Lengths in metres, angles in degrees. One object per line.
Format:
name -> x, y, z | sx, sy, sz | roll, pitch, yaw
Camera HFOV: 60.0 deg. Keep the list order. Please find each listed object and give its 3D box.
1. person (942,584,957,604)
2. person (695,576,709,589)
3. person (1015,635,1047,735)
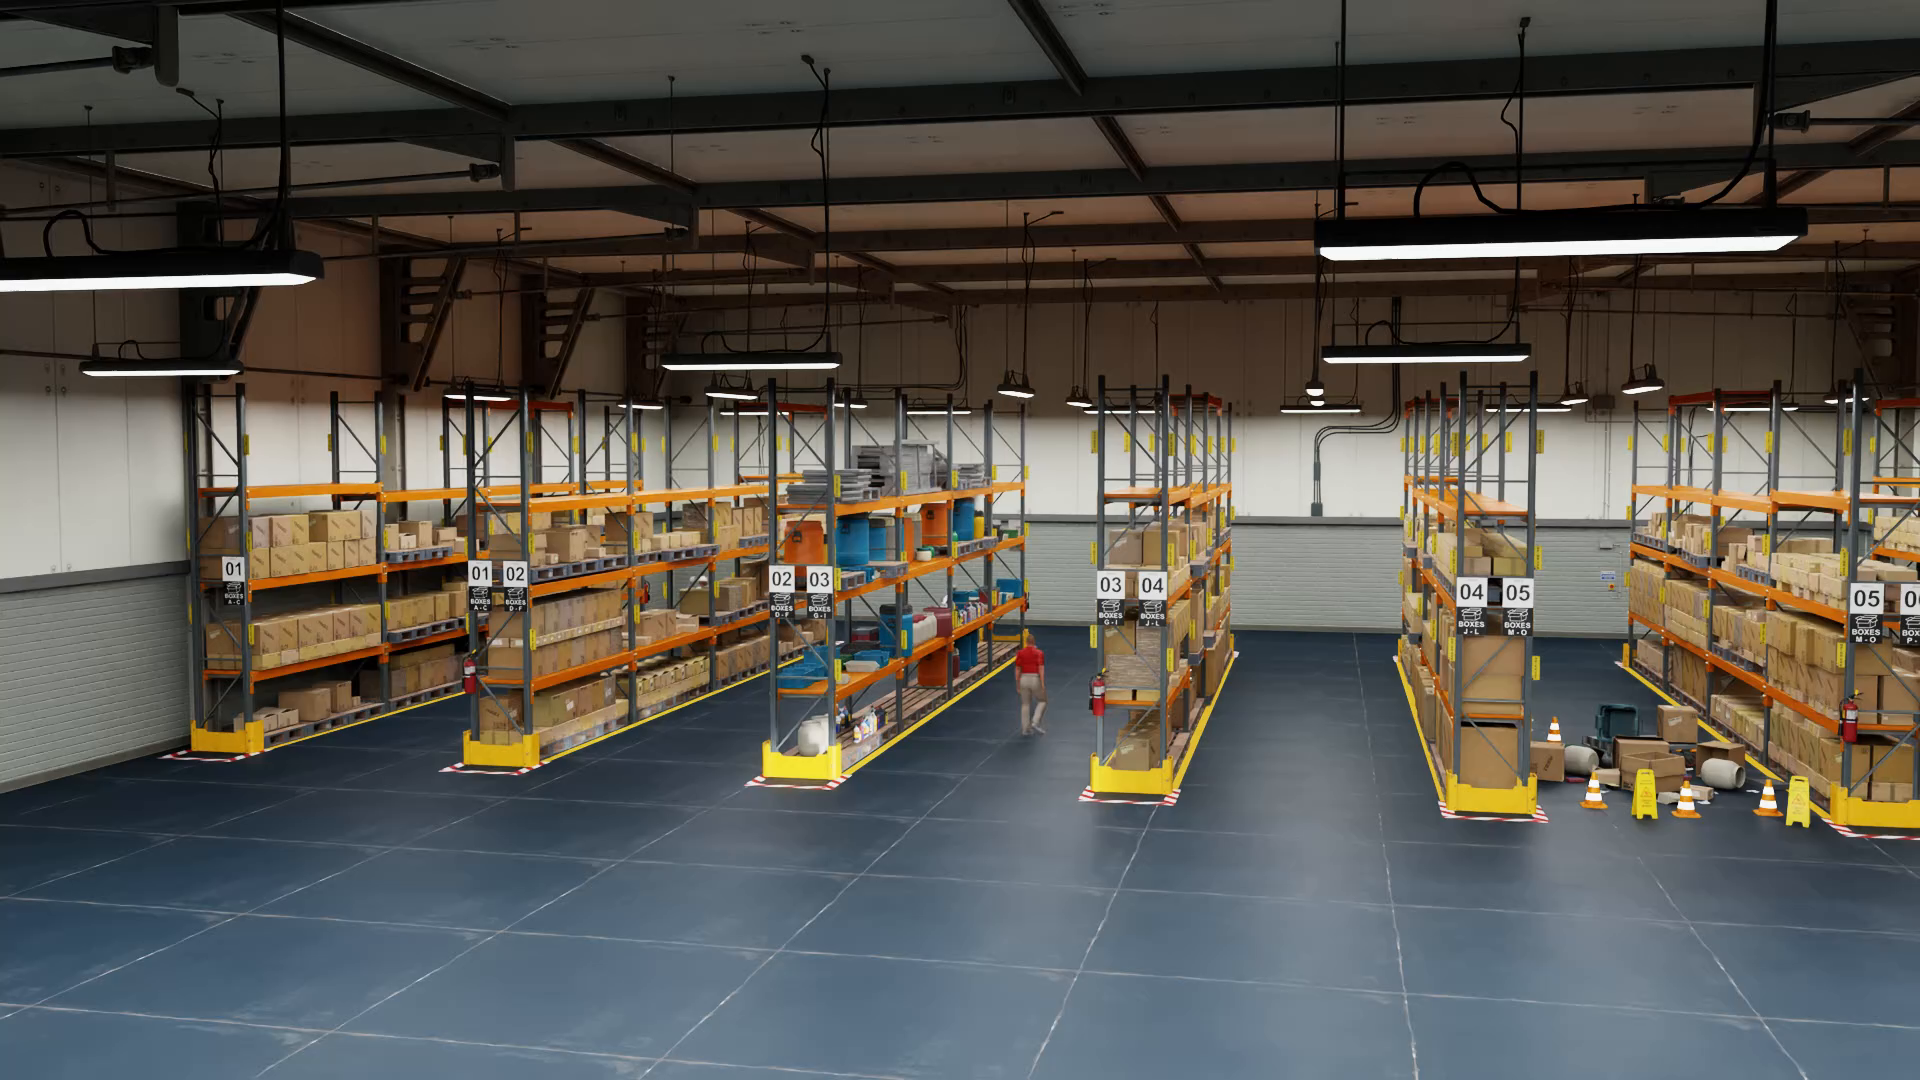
person -> -0.195, 1.932, 38.827 | 0.587, 1.835, 0.461 | -2, 4, -34
person -> -6.338, 1.778, 41.022 | 0.647, 1.780, 0.604 | -2, 4, -31
person -> 1.223, 2.489, 28.709 | 0.575, 1.710, 0.505 | 1, 4, 23
